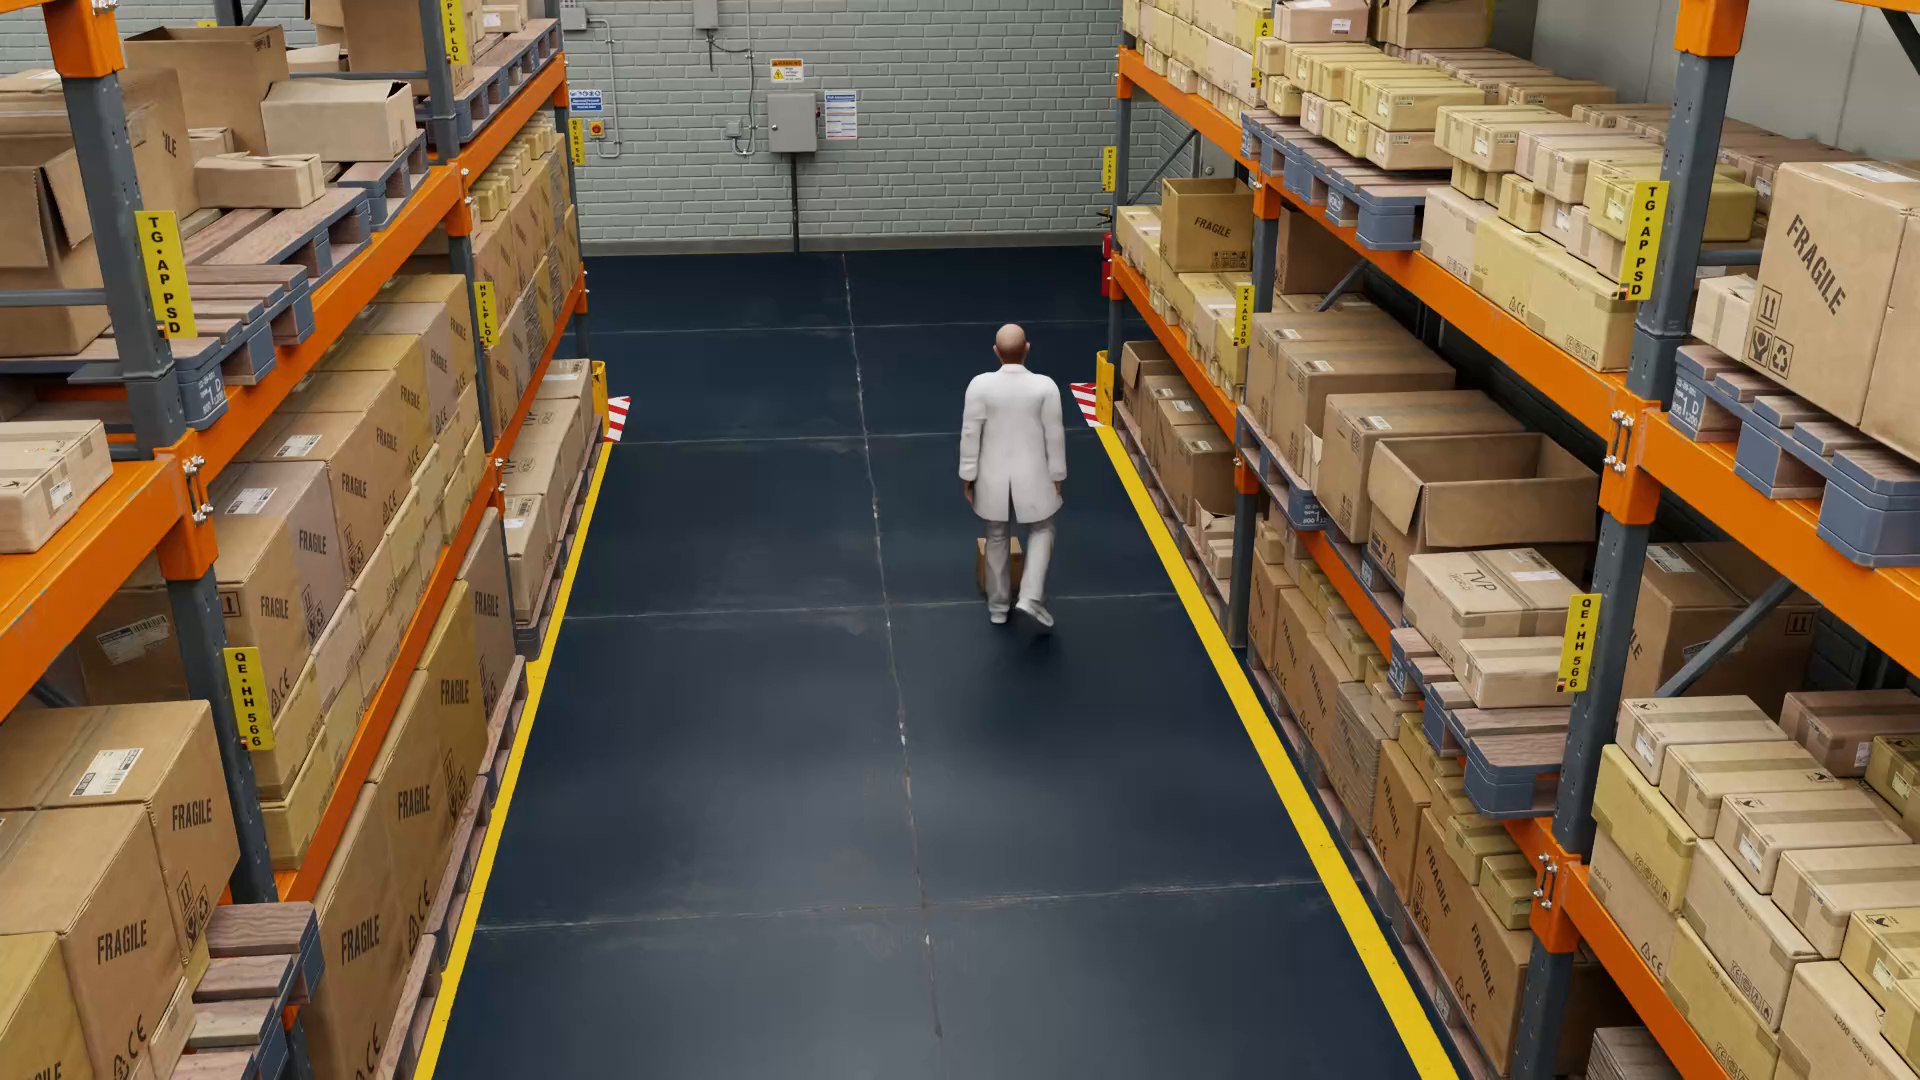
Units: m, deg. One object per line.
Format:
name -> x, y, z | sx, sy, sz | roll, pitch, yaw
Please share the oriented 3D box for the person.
person -> 0.297, -0.344, 9.370 | 0.609, 1.778, 0.633 | 2, 23, 5
